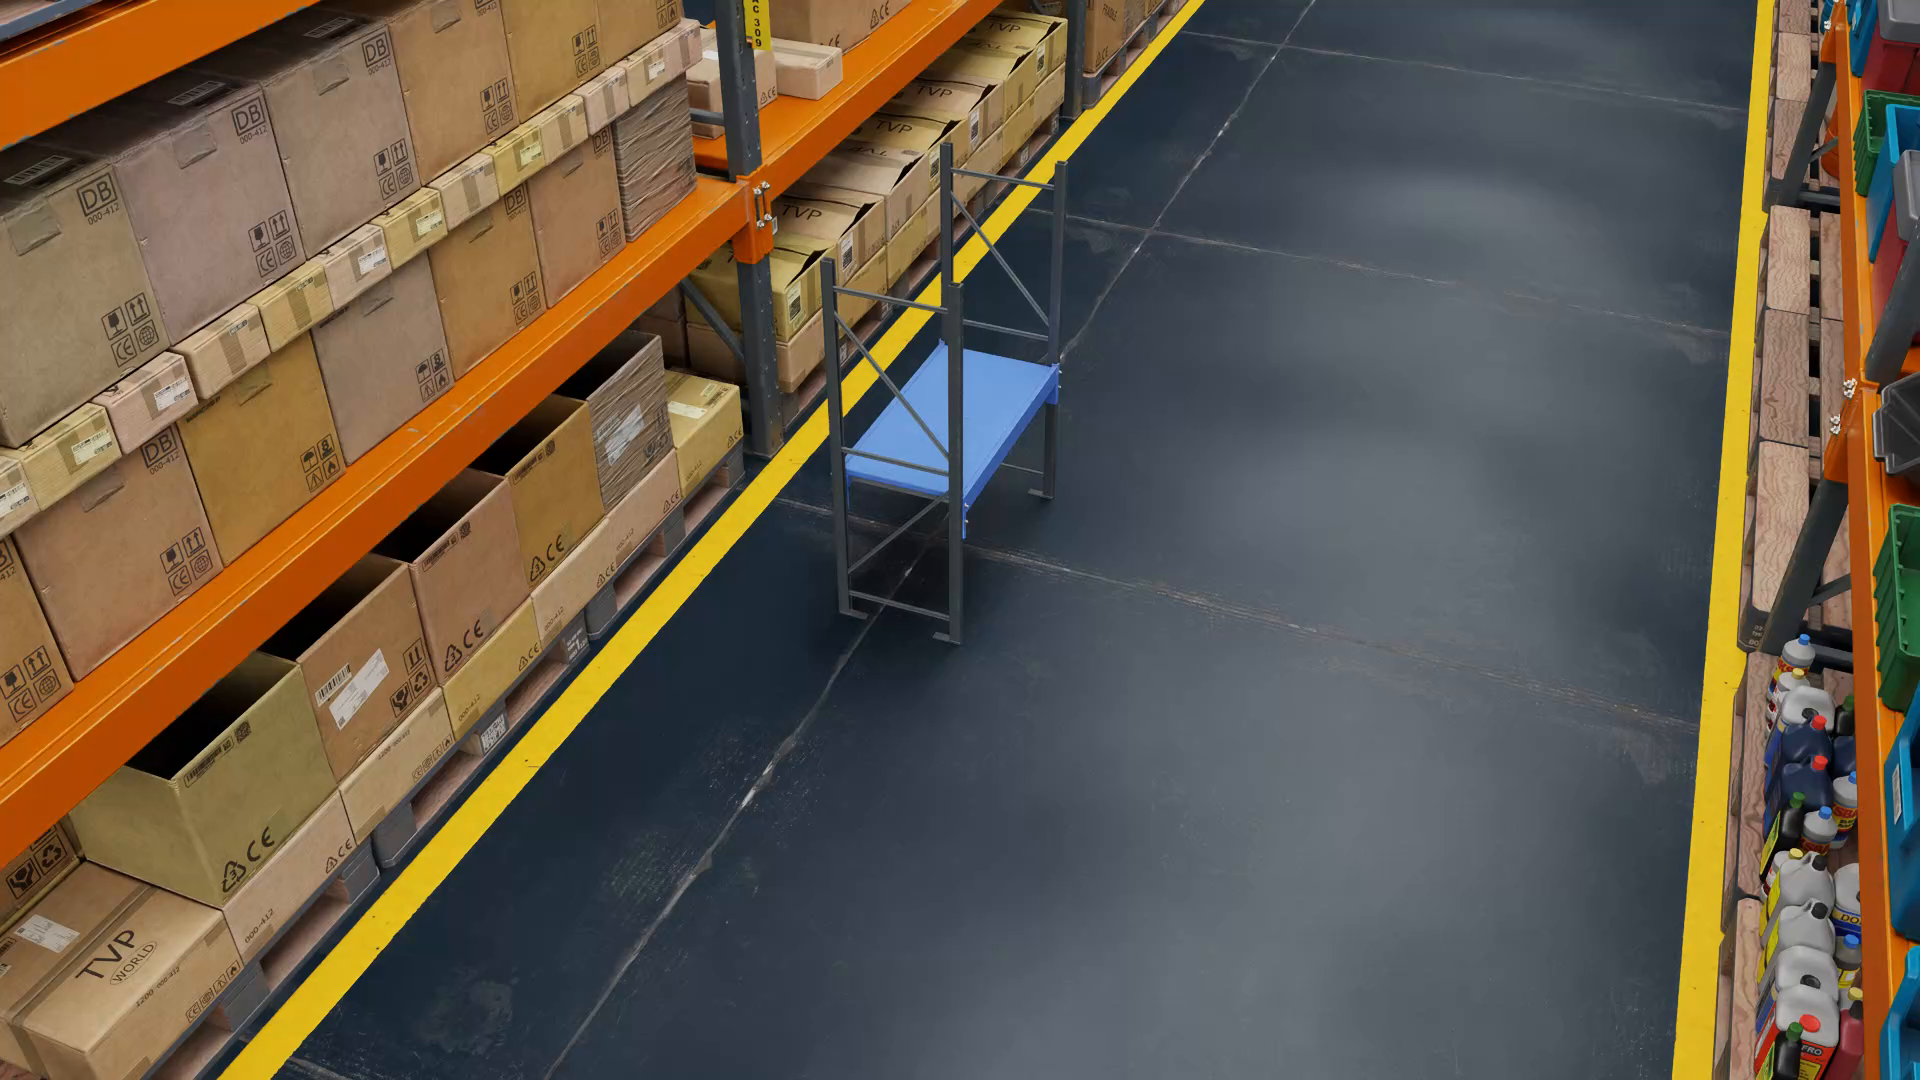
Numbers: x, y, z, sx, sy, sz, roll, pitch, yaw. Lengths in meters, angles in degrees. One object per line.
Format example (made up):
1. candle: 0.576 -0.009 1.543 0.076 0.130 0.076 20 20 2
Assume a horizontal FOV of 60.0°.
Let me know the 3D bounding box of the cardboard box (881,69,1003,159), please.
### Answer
1. cardboard box: -0.093 -2.286 8.781 0.500 0.311 0.500 14 39 17

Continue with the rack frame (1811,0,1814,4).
1. rack frame: 6.366 -4.993 10.925 1.000 3.000 0.127 14 39 18

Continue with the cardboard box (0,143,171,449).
1. cardboard box: -2.374 -0.617 3.902 0.700 0.500 0.500 13 39 17

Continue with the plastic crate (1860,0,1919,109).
1. plastic crate: 3.947 -1.979 6.839 0.402 0.464 0.583 14 39 18

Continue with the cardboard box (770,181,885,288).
1. cardboard box: -0.674 -1.434 7.640 0.500 0.311 0.500 13 39 17

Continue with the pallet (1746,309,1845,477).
1. pallet: 4.048 -0.568 7.334 1.003 0.211 1.213 14 39 18

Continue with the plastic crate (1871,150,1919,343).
1. plastic crate: 3.224 -0.927 5.432 0.402 0.464 0.583 14 39 18

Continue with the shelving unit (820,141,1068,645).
1. shelving unit: -0.032 -0.554 6.238 0.538 1.500 1.048 14 39 18

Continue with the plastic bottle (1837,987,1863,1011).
1. plastic bottle: 2.390 1.287 4.493 0.097 0.201 0.097 0 37 0

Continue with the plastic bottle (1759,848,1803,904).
1. plastic bottle: 2.430 0.989 4.891 0.097 0.201 0.097 0 37 0

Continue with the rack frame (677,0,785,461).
1. rack frame: -1.257 -1.694 6.511 1.000 3.000 0.127 14 39 18

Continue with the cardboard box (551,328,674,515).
1. cardboard box: -1.432 -0.481 6.207 0.500 0.500 0.500 14 39 18

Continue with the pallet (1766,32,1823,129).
1. pallet: 5.571 -2.781 10.294 1.003 0.211 1.213 14 39 18

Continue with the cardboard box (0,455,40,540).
1. cardboard box: -2.333 -0.094 3.746 0.380 0.149 0.250 13 39 17

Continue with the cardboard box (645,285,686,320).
1. cardboard box: -1.368 -1.275 7.428 0.500 0.311 0.500 14 39 18

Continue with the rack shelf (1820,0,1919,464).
1. rack shelf: 4.083 -1.383 6.696 1.077 0.370 4.000 14 39 18

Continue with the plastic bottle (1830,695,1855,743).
1. plastic bottle: 2.797 0.634 5.298 0.061 0.283 0.133 14 39 18

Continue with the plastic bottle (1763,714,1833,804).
1. plastic bottle: 2.632 0.673 5.189 0.144 0.351 0.185 15 39 19

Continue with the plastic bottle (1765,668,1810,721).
1. plastic bottle: 2.757 0.514 5.527 0.097 0.201 0.097 0 37 0

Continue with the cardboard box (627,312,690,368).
1. cardboard box: -1.367 -1.057 7.604 0.500 0.250 0.500 13 39 17

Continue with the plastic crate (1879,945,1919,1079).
1. plastic crate: 1.967 1.007 3.022 0.499 0.251 0.408 14 39 18

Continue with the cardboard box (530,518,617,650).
1. cardboard box: -1.607 0.100 6.056 0.500 0.250 0.500 14 39 18

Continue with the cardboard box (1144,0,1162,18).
1. cardboard box: 1.092 -3.839 11.100 0.500 0.500 0.500 13 39 17

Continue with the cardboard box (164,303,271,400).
1. cardboard box: -2.039 -0.520 4.314 0.380 0.149 0.250 13 39 16

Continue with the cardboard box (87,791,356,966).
1. cardboard box: -2.182 0.930 4.947 0.500 0.250 0.500 14 39 18

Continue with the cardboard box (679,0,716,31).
1. cardboard box: -1.092 -2.169 7.259 0.396 0.266 0.258 13 39 17

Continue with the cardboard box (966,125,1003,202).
1. cardboard box: -0.097 -2.065 8.953 0.500 0.250 0.500 15 39 19

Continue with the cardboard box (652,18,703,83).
1. cardboard box: -1.162 -1.795 6.020 0.380 0.149 0.250 14 39 18

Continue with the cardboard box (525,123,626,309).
1. cardboard box: -1.615 -1.194 5.758 0.700 0.500 0.500 13 39 17

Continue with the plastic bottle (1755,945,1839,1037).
1. plastic bottle: 2.268 1.239 4.495 0.152 0.276 0.135 13 39 16

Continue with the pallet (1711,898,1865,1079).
1. pallet: 2.566 1.593 4.442 1.003 0.211 1.213 14 39 18

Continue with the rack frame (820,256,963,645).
1. rack frame: -0.226 -0.272 5.861 0.500 1.500 0.032 14 39 18

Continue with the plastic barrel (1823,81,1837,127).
1. plastic barrel: 5.147 -2.558 9.394 0.421 0.512 0.421 0 37 0

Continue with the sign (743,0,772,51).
1. sign: -0.743 -1.947 6.060 0.100 0.325 0.005 14 39 18

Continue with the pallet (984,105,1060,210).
1. pallet: -0.084 -2.345 9.711 1.003 0.211 1.213 14 39 18

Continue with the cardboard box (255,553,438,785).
1. cardboard box: -2.002 0.350 5.096 0.500 0.500 0.500 14 39 18

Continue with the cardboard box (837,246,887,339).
1. cardboard box: -0.679 -1.211 7.810 0.500 0.250 0.500 15 39 19

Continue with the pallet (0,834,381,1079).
1. pallet: -2.527 1.204 4.962 1.003 0.211 1.213 14 39 18

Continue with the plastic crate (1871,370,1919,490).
1. plastic crate: 3.006 -0.278 4.668 0.767 0.338 0.504 14 39 18

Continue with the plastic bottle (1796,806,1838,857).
1. plastic bottle: 2.538 0.900 4.952 0.097 0.271 0.097 0 37 0

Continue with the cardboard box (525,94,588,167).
1. cardboard box: -1.455 -1.367 5.448 0.380 0.149 0.250 14 39 18

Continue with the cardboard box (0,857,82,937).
1. cardboard box: -2.848 1.089 4.733 0.500 0.250 0.500 14 39 18

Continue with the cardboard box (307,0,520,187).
1. cardboard box: -1.802 -1.450 5.017 0.700 0.500 0.500 14 39 18

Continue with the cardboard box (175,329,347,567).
1. cardboard box: -2.200 -0.341 4.617 0.700 0.500 0.500 14 39 18

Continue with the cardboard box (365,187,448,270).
1. cardboard box: -1.745 -0.944 4.883 0.380 0.149 0.250 15 39 19
